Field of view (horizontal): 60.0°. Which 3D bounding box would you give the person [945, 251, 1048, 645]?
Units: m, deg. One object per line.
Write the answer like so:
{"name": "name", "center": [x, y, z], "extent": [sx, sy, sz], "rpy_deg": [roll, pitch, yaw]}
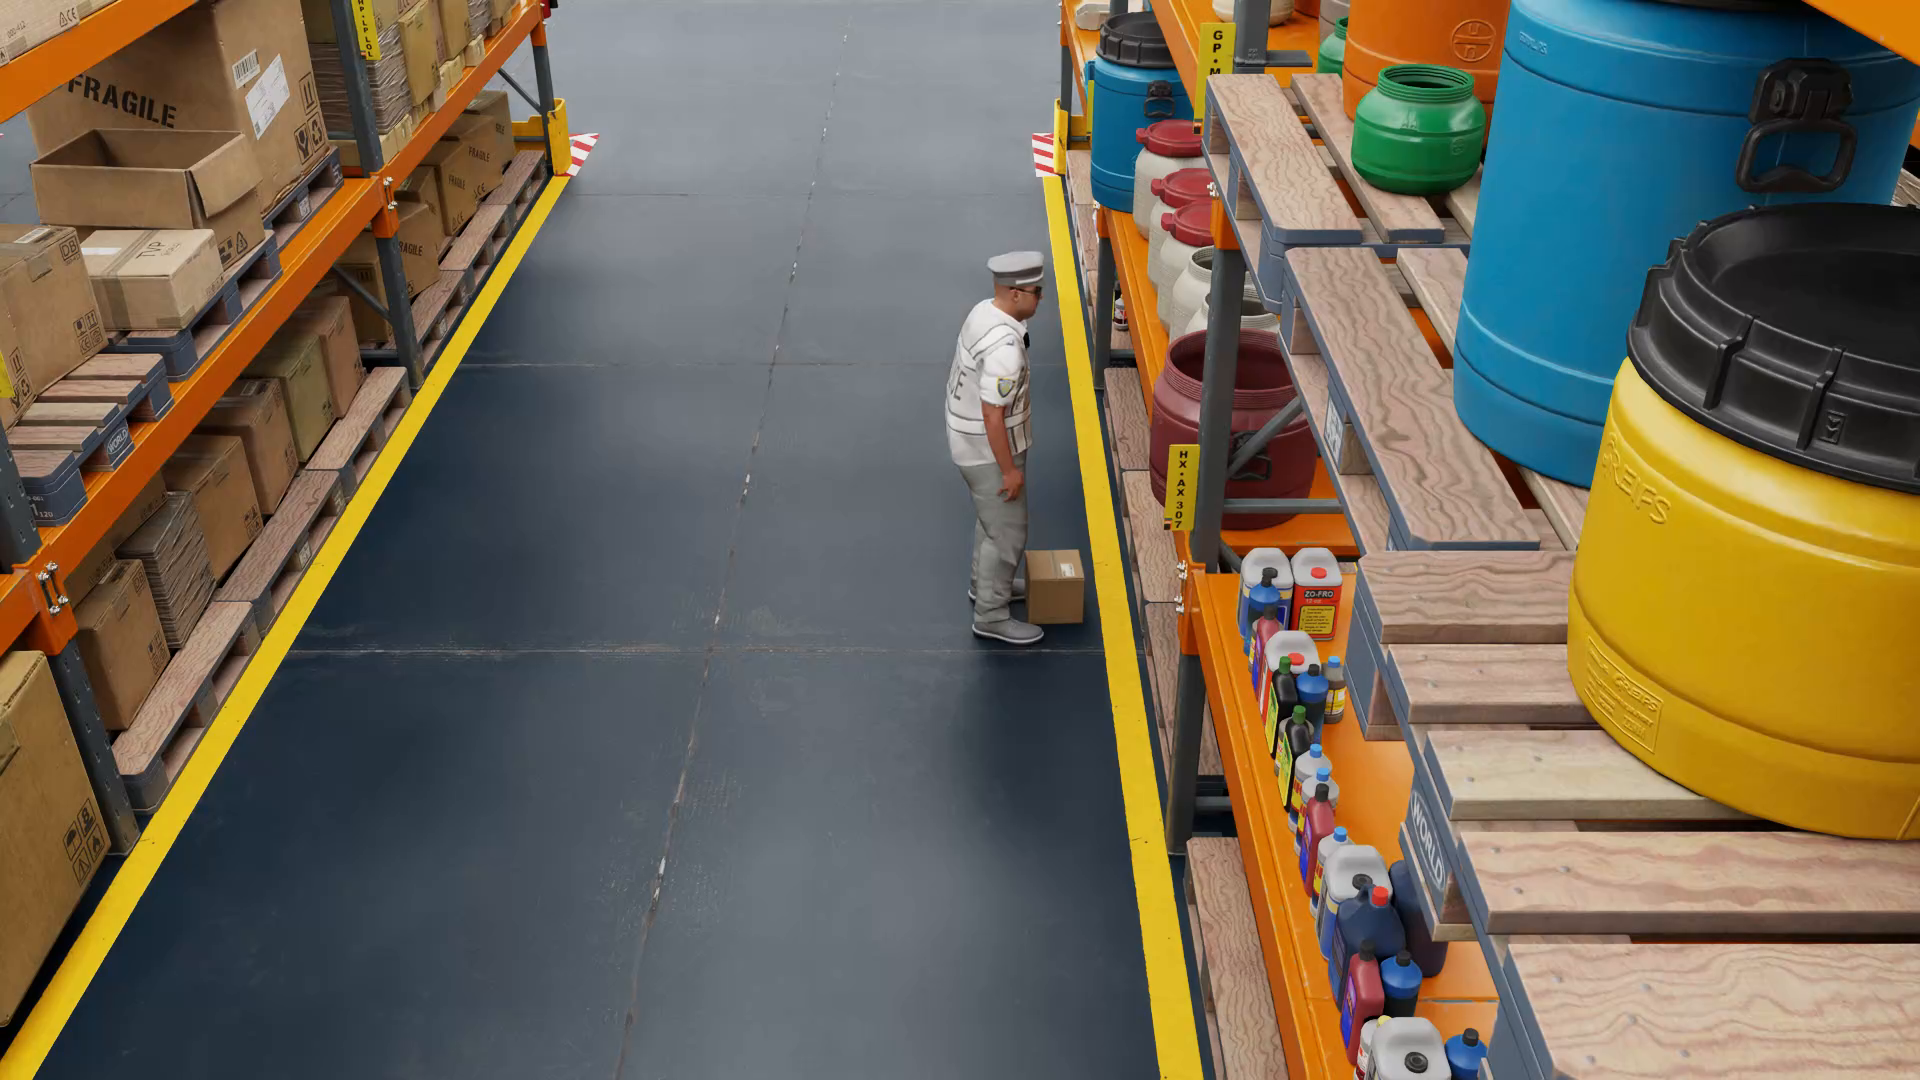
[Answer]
{"name": "person", "center": [0.157, -0.416, 7.312], "extent": [0.437, 1.747, 0.596], "rpy_deg": [-2, 31, -3]}
